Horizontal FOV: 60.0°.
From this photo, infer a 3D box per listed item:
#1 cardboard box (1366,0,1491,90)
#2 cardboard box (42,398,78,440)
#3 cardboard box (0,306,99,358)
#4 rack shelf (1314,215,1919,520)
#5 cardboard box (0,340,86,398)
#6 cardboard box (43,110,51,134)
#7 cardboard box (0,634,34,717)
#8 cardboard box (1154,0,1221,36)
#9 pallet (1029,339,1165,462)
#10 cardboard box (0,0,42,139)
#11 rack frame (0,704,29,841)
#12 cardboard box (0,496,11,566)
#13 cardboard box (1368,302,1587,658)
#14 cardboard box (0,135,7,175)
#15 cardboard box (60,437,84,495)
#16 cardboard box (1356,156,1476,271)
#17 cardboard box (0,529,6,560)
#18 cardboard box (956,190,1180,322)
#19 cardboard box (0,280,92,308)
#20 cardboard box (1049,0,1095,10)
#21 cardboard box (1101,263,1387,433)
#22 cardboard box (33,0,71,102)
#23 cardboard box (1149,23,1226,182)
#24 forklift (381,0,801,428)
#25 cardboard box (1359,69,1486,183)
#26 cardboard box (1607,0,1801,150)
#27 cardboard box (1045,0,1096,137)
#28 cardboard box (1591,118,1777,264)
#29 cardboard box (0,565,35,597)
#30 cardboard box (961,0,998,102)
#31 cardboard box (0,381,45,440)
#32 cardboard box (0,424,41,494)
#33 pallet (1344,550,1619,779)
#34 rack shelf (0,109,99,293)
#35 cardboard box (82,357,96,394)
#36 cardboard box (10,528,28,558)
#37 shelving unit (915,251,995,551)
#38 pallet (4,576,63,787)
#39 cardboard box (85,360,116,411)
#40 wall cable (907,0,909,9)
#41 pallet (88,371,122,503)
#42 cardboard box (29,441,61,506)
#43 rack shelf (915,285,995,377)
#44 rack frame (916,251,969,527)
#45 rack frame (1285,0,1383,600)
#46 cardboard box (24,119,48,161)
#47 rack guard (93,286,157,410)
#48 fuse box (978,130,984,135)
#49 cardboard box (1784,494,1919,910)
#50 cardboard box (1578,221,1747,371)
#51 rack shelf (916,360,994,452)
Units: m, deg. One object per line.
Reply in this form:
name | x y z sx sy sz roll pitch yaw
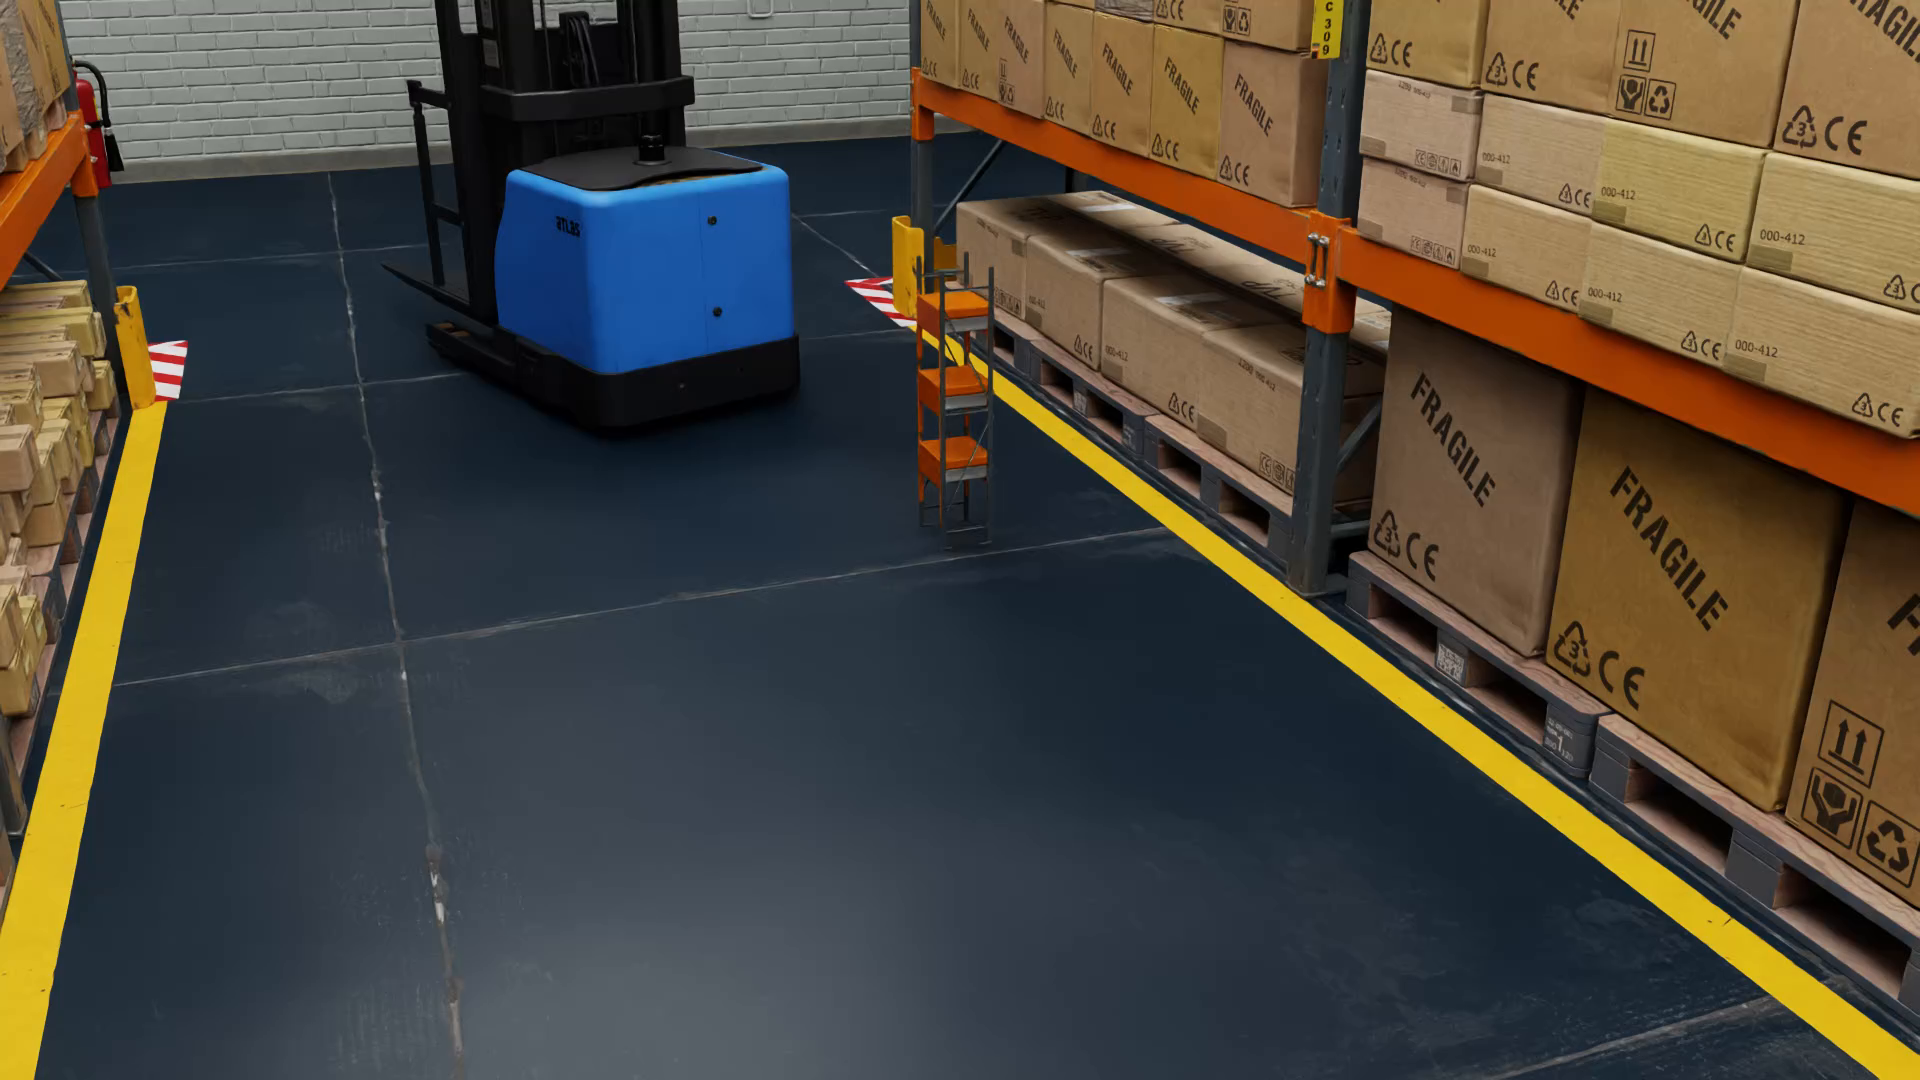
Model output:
cardboard box | 1.521 -1.573 4.704 0.500 0.500 0.500 -8 24 -18
cardboard box | -3.467 -0.397 6.076 0.380 0.149 0.250 -7 24 -16
cardboard box | -3.704 -0.824 6.706 0.380 0.149 0.250 -9 24 -20
rack shelf | 2.341 -0.207 3.806 1.077 0.370 4.000 -8 24 -19
cardboard box | -3.525 -0.631 6.248 0.380 0.149 0.250 -7 24 -17
cardboard box | -3.941 -1.712 6.773 0.380 0.149 0.250 -8 24 -19
cardboard box | -2.788 0.394 4.583 0.380 0.149 0.250 -9 25 -21
cardboard box | 1.038 -2.091 5.934 0.500 0.500 0.500 -9 24 -20
pallet | 1.005 -0.712 7.666 1.003 0.211 1.213 -8 24 -19
cardboard box | -3.609 -1.687 5.880 0.500 0.500 0.500 -8 24 -19
rack frame | -2.960 -0.550 3.692 1.000 3.000 0.127 -8 24 -19
cardboard box | -3.175 -0.004 5.144 0.380 0.149 0.250 -10 25 -22
cardboard box | 1.929 -0.266 5.213 0.875 0.875 0.875 -8 24 -17
cardboard box | -3.225 -1.314 4.994 0.500 0.500 0.500 -9 24 -20
cardboard box | -3.468 -0.259 6.132 0.380 0.149 0.250 -8 24 -18
cardboard box | 1.543 -1.000 4.954 0.500 0.250 0.500 -9 24 -20
cardboard box | -2.930 0.035 4.670 0.380 0.149 0.250 -7 24 -16
cardboard box | 0.548 -1.506 8.718 0.875 0.438 0.875 -9 25 -21
cardboard box | -3.949 -0.999 7.123 0.380 0.149 0.250 -8 24 -18
cardboard box | 0.680 -2.458 6.804 0.500 0.500 0.500 -8 24 -19
cardboard box | 1.197 -0.846 7.154 0.875 0.438 0.875 -9 25 -21
cardboard box | -3.974 -2.058 6.759 0.500 0.500 0.500 -8 24 -18
cardboard box | 1.045 -1.631 6.129 0.500 0.500 0.500 -9 24 -20
forklift | -2.066 -2.342 8.033 1.130 2.935 3.031 -17 28 -35
cardboard box | 1.526 -1.228 4.851 0.500 0.250 0.500 -9 24 -21
cardboard box | 1.902 -1.209 3.841 0.500 0.500 0.500 -9 24 -20
cardboard box | 0.683 -2.004 7.014 0.500 0.500 0.500 -8 24 -17
cardboard box | 1.890 -0.856 3.967 0.500 0.250 0.500 -8 24 -18
cardboard box | -3.019 0.214 5.009 0.380 0.149 0.250 -8 24 -19
cardboard box | 0.327 -2.371 7.885 0.500 0.500 0.500 -9 24 -20
cardboard box | -3.416 -0.428 5.768 0.380 0.149 0.250 -8 24 -19
cardboard box | -3.193 -0.246 5.335 0.380 0.149 0.250 -8 24 -18
pallet | 1.978 0.289 5.291 1.003 0.211 1.213 -8 24 -19
rack shelf | -3.667 -0.945 5.556 1.077 0.370 4.000 -8 24 -19
cardboard box | -3.735 -0.679 6.745 0.380 0.149 0.250 -9 25 -21
cardboard box | -3.283 0.036 5.432 0.380 0.149 0.250 -9 25 -21
shelving unit | -0.019 -0.503 6.092 0.215 1.050 0.252 -8 24 -19
pallet | -3.231 0.496 4.801 1.003 0.211 1.213 -8 24 -19
cardboard box | -3.807 -0.641 7.038 0.380 0.149 0.250 -8 24 -17
wall cable | -0.469 -5.431 13.967 0.588 1.984 0.122 -8 24 -19
pallet | -4.093 -0.390 6.904 1.003 0.211 1.213 -8 24 -19
cardboard box | -3.280 -0.207 5.627 0.380 0.149 0.250 -9 24 -19
rack shelf | -0.019 -0.755 5.986 0.215 0.259 0.240 -8 24 -19
rack frame | -0.062 -0.548 6.197 0.200 1.050 0.008 -8 24 -19
rack frame | 1.635 -1.265 5.390 1.000 3.000 0.127 -8 24 -19
cardboard box | -3.726 -1.533 6.350 0.380 0.149 0.250 -8 24 -18
rack guard | -4.347 -0.824 7.560 1.175 0.500 0.348 -8 24 -19
fuse box | 0.225 -4.406 14.500 0.539 1.711 0.414 -8 24 -19
cardboard box | 2.570 0.386 3.666 0.875 0.875 0.875 -8 24 -18
cardboard box | 1.894 -0.624 4.062 0.500 0.250 0.500 -9 24 -19
rack shelf | -0.019 -0.493 6.096 0.215 0.259 0.240 -8 24 -19
